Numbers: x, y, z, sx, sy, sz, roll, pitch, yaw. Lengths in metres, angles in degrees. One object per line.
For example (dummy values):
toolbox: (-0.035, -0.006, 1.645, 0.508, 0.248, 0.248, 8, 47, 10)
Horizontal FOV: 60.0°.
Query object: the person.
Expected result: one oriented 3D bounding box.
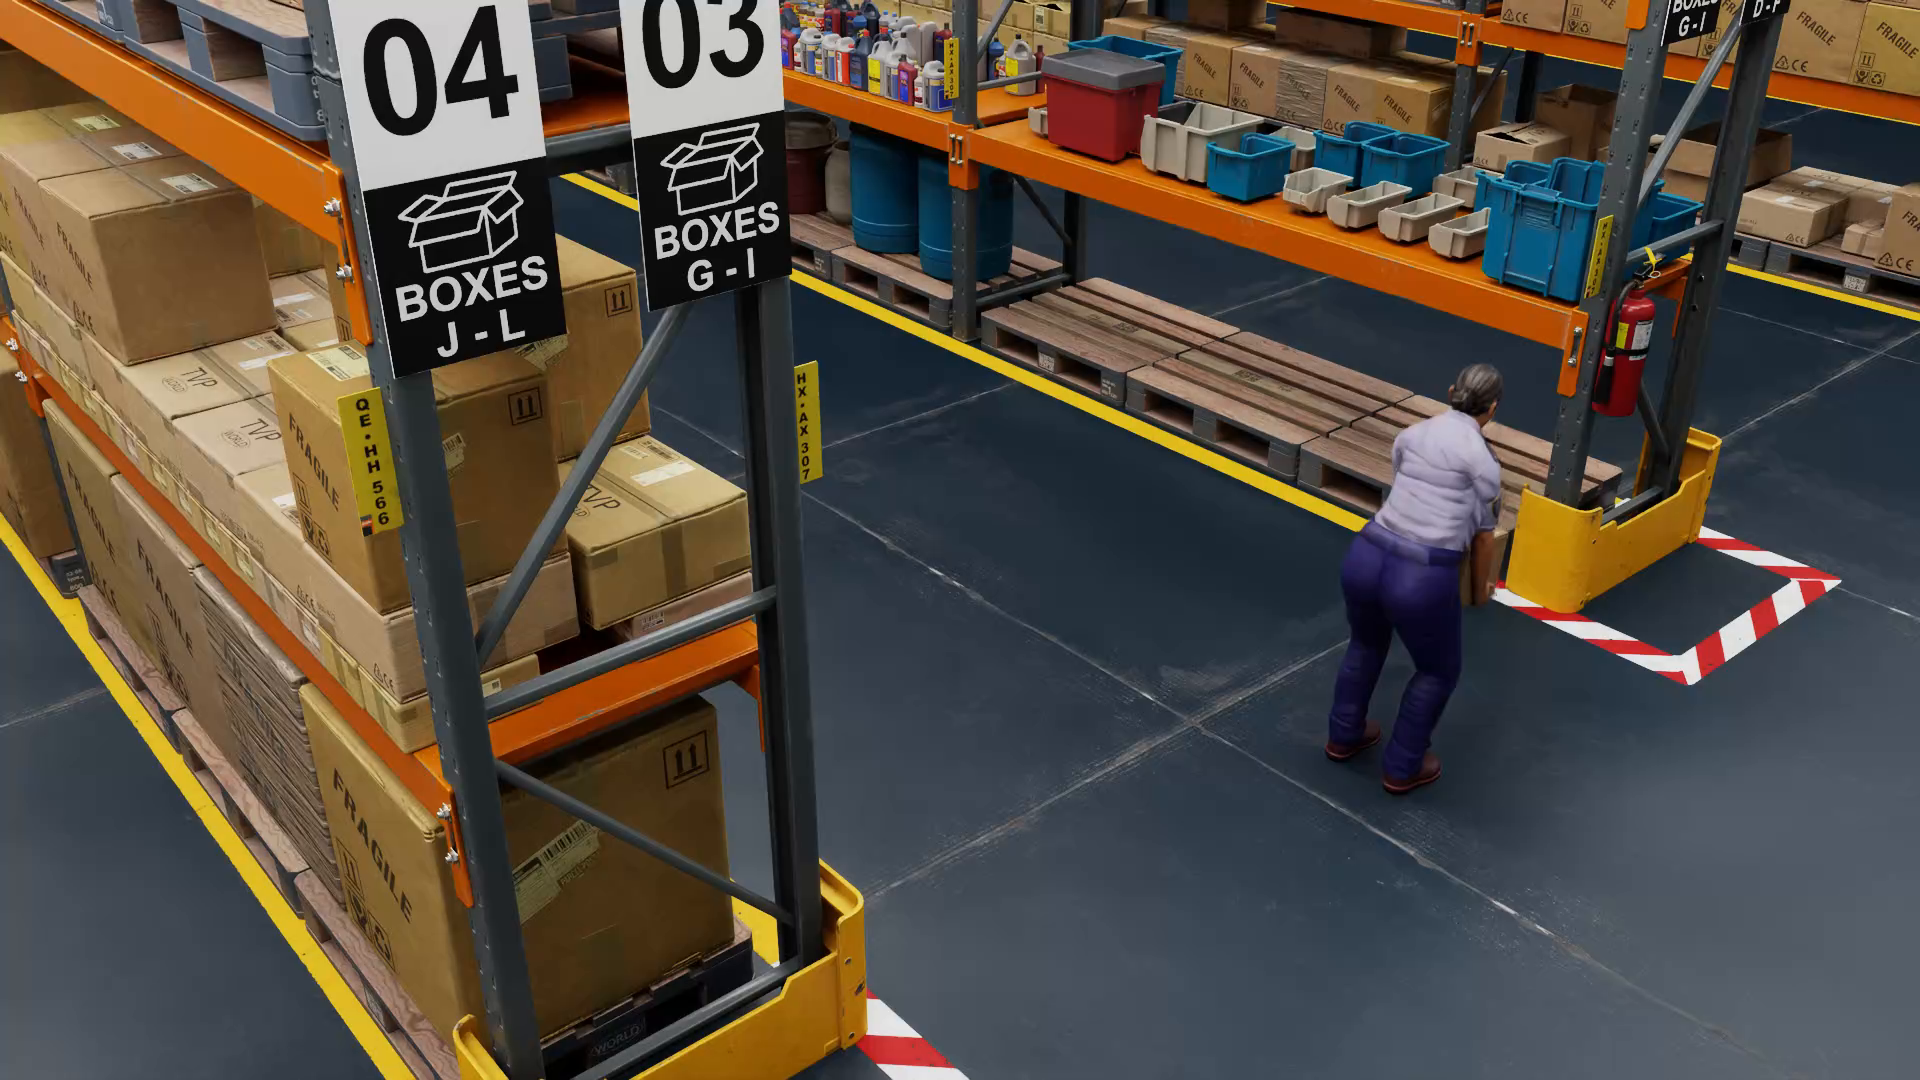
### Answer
person: (1.662, 0.142, 5.994, 0.612, 1.544, 0.438, -23, 36, -36)
